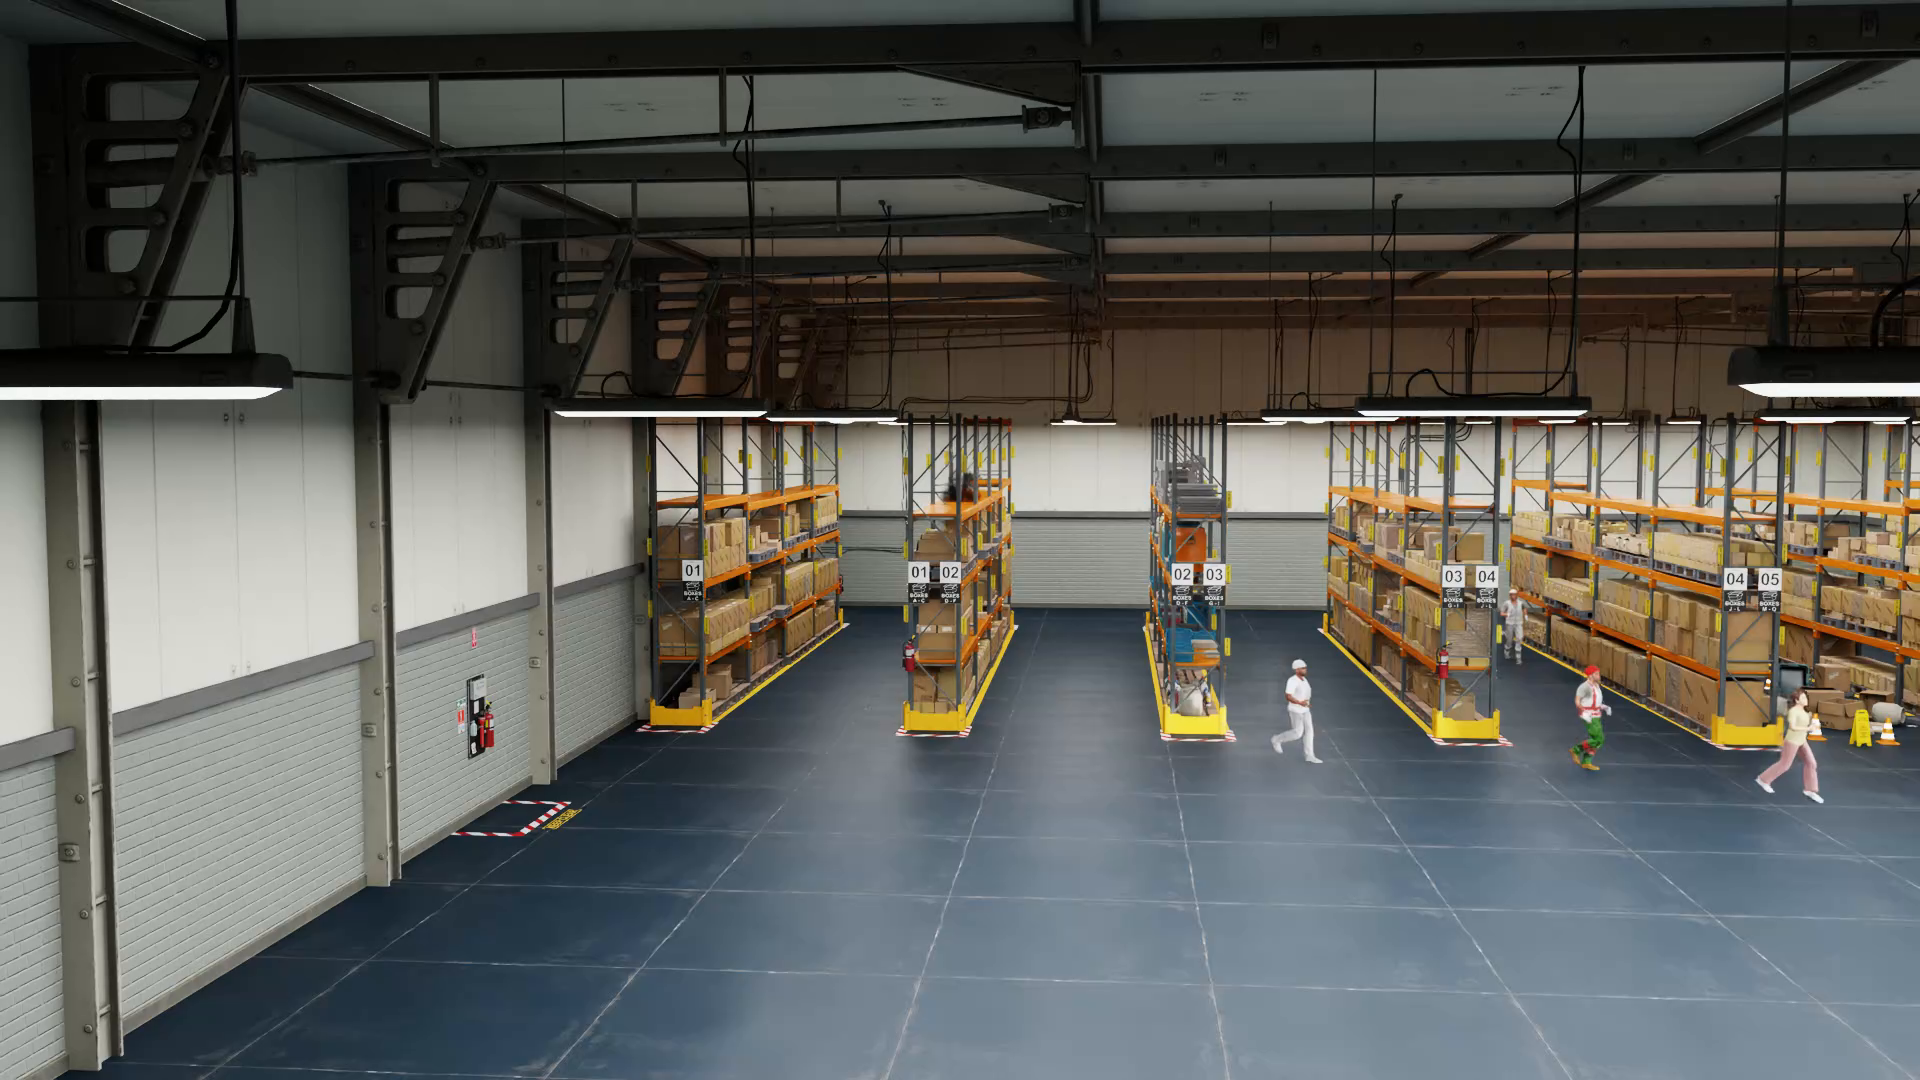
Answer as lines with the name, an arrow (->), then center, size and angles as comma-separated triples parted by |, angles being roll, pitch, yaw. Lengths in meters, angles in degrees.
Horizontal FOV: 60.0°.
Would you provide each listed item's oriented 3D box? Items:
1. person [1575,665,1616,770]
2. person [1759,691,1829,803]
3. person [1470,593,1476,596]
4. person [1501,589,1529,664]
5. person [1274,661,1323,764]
person -> 10.649, 2.972, 27.854 | 0.583, 1.749, 0.669 | 3, 5, 39
person -> 12.899, 3.169, 25.651 | 0.969, 1.668, 0.583 | 4, 5, 45
person -> 13.795, 1.825, 44.846 | 0.731, 1.840, 0.987 | 1, 4, 16
person -> 13.504, 2.082, 40.447 | 0.675, 1.757, 1.051 | 1, 4, 8
person -> 5.825, 2.939, 28.488 | 0.854, 1.753, 0.710 | 3, 5, 35
